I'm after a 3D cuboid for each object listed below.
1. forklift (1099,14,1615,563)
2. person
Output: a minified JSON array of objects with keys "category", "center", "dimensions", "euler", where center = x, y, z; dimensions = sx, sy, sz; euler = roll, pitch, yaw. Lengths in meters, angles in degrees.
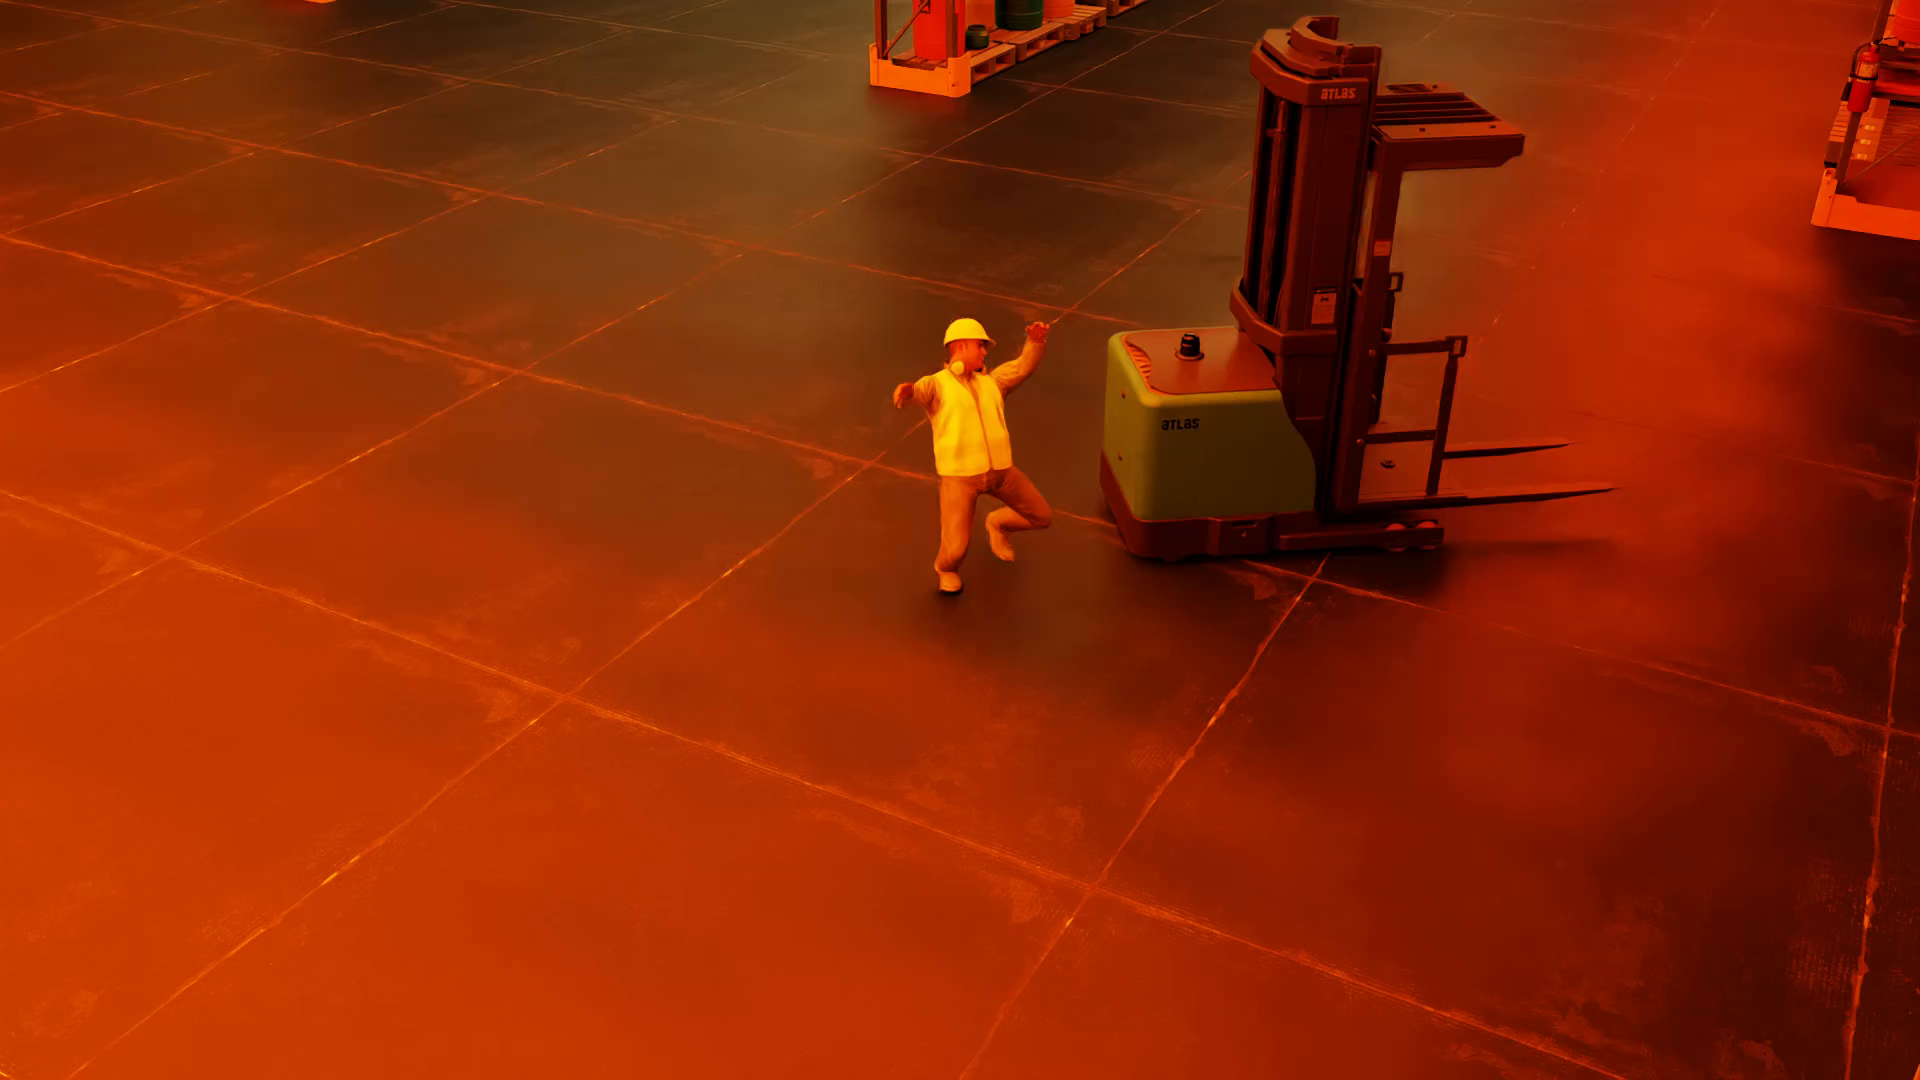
[{"category":"forklift","center":[2.437,-1.457,9.595],"dimensions":[3.031,2.935,1.130],"euler":[-4,30,-7]},{"category":"person","center":[-0.045,-0.472,9.199],"dimensions":[1.018,1.595,0.705],"euler":[-18,35,-28]}]
